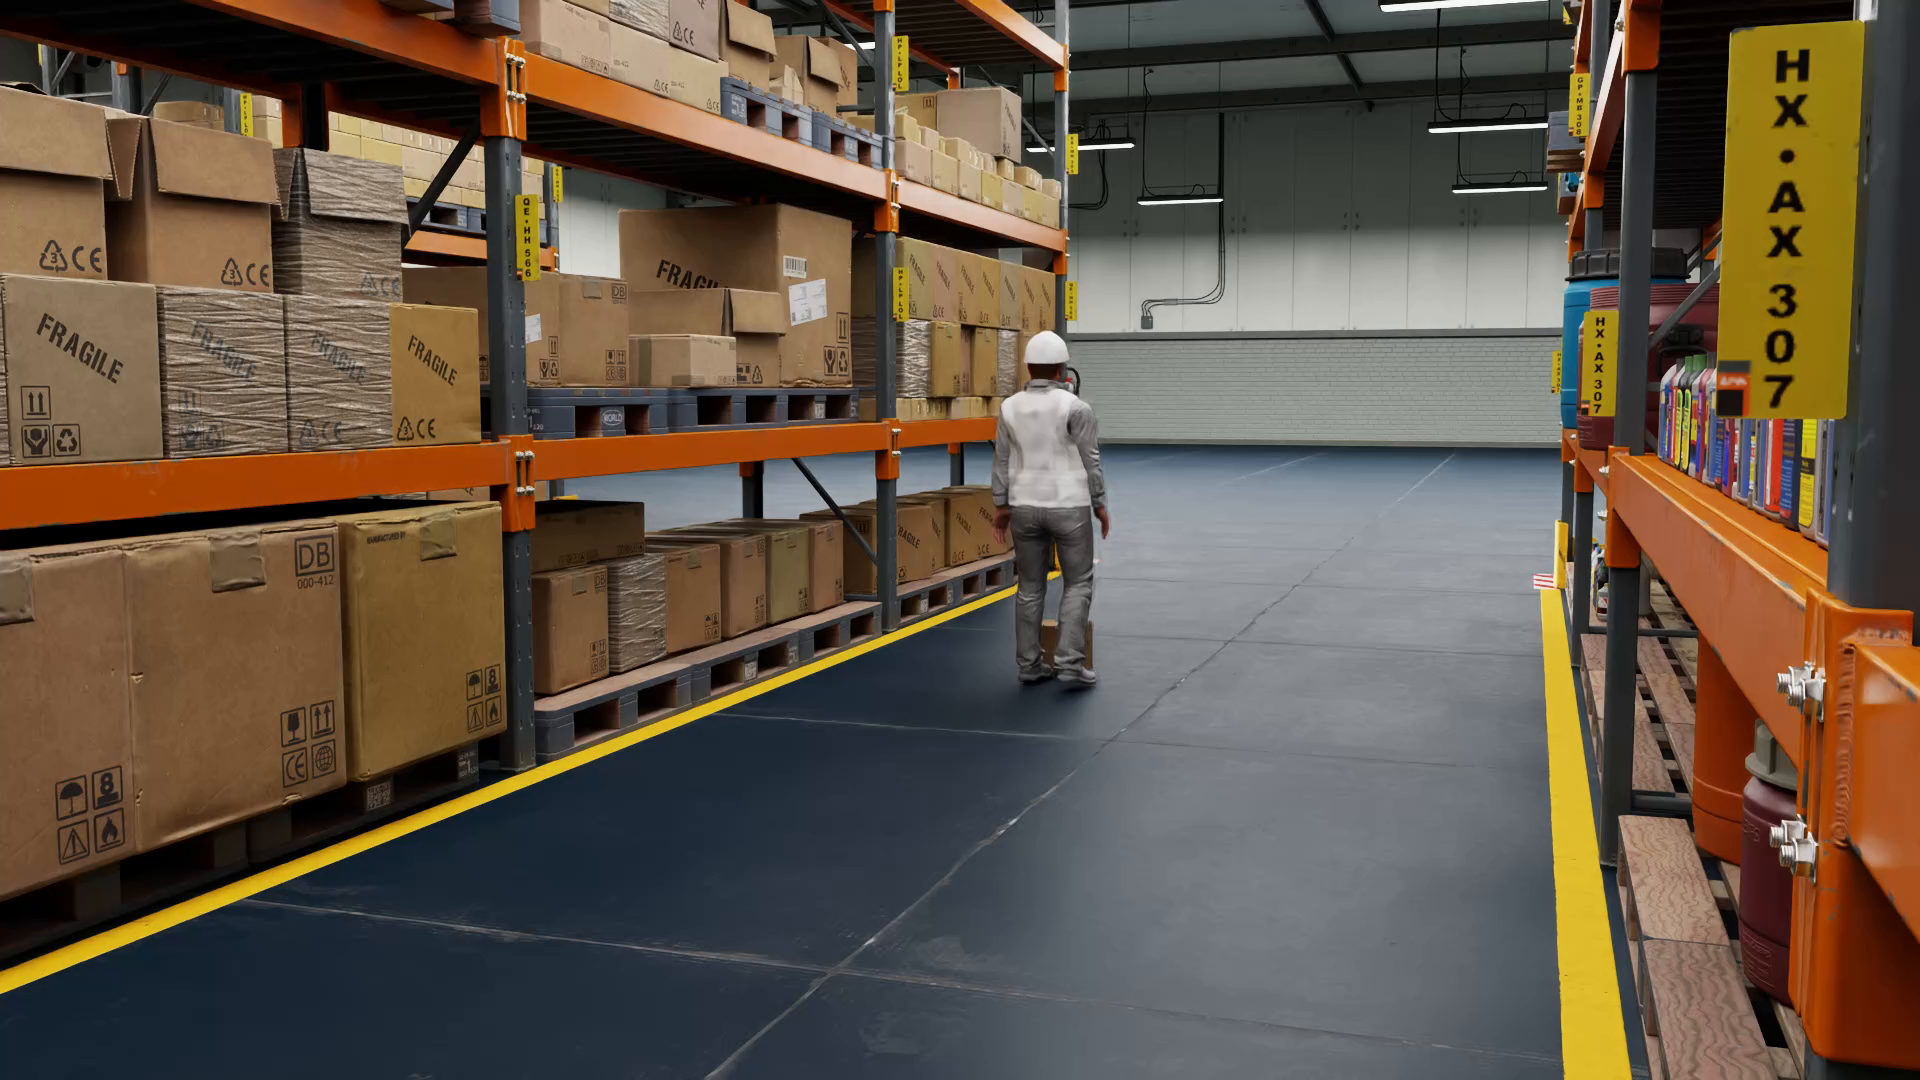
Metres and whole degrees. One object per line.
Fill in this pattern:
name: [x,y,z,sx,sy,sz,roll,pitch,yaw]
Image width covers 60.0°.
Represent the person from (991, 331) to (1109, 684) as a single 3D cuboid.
person: [0.468,-0.158,8.417,0.579,1.781,0.472,3,6,27]
